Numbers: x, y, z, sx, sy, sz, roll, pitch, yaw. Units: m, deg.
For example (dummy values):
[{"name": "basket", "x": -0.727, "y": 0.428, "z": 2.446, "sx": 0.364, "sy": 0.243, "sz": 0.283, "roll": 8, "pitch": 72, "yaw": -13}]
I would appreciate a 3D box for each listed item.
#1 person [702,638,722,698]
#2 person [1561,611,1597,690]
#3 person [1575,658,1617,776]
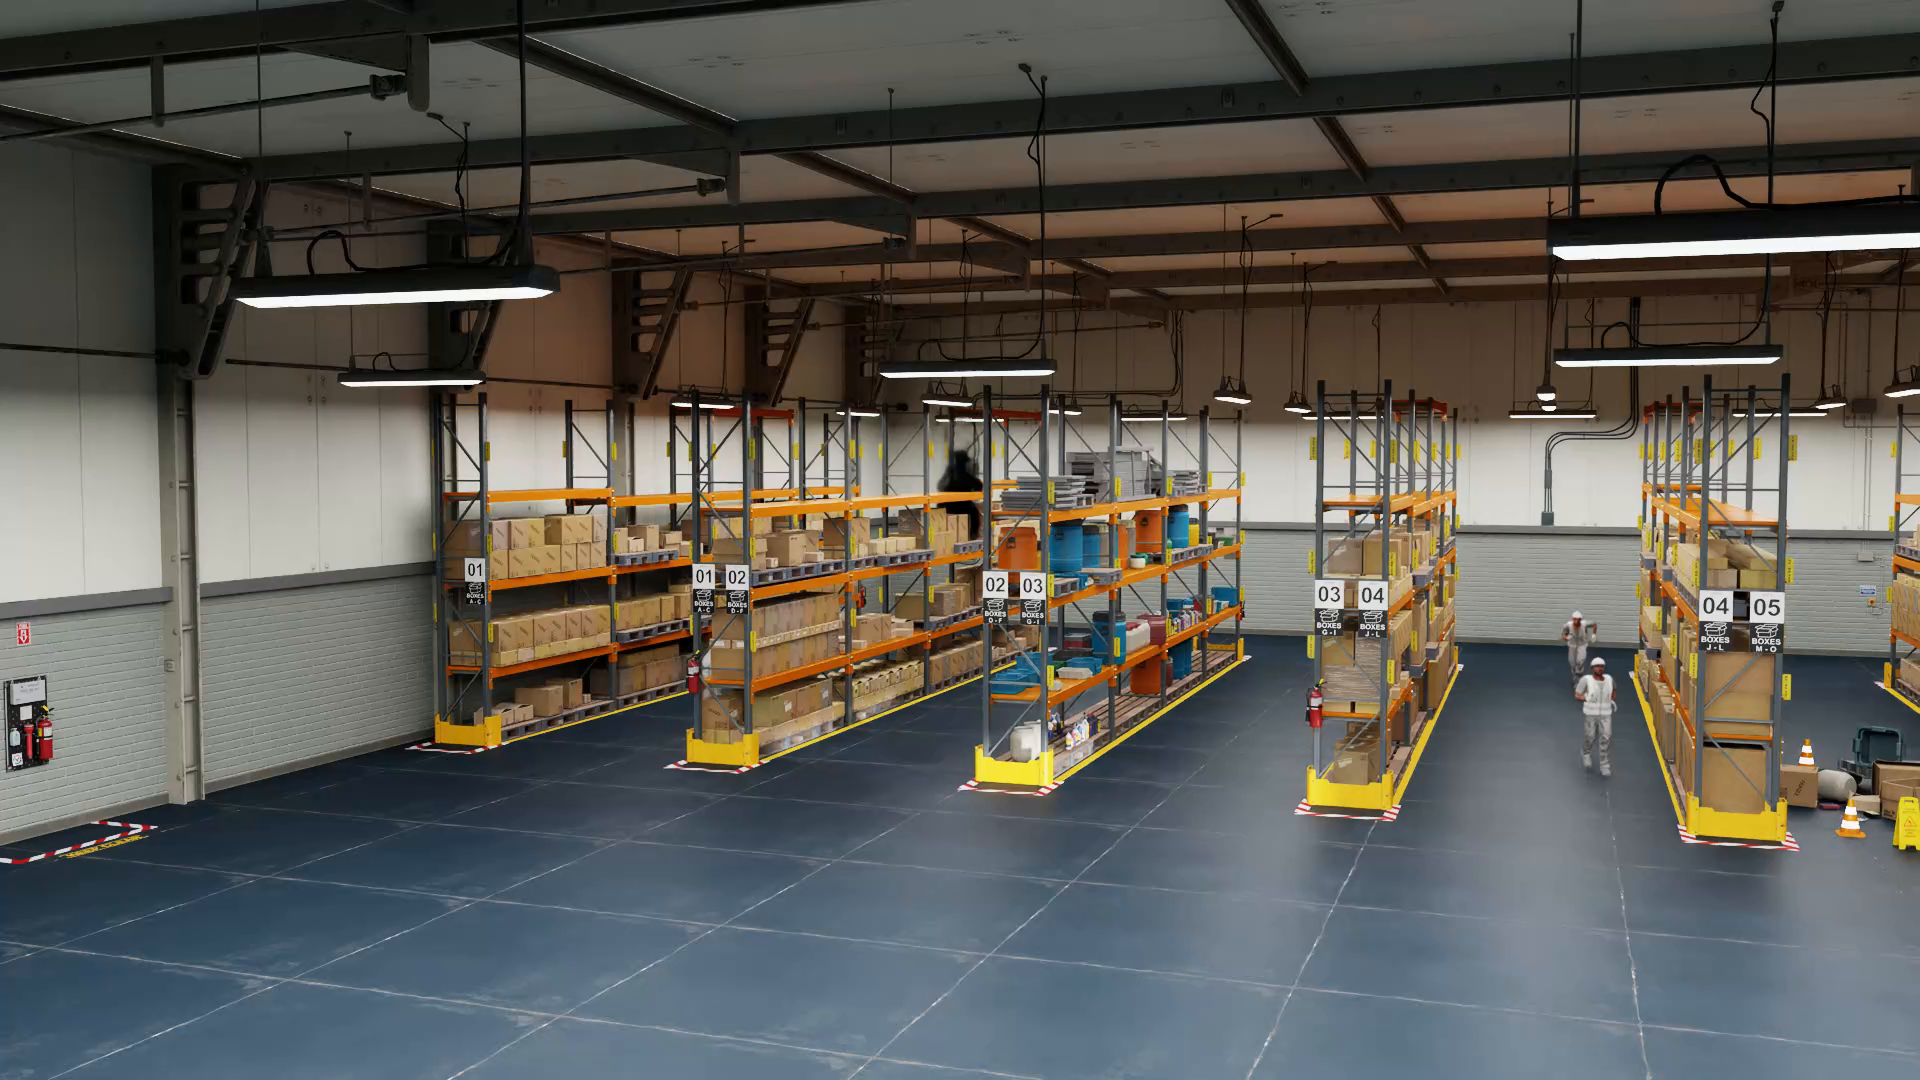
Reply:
[{"name": "person", "x": -4.517, "y": 2.584, "z": 30.205, "sx": 0.603, "sy": 1.617, "sz": 0.551, "roll": 1, "pitch": 3, "yaw": 11}, {"name": "person", "x": 13.050, "y": 2.320, "z": 35.087, "sx": 0.704, "sy": 1.694, "sz": 0.999, "roll": 1, "pitch": 3, "yaw": 23}, {"name": "person", "x": 9.862, "y": 2.701, "z": 25.712, "sx": 0.690, "sy": 1.762, "sz": 0.972, "roll": 0, "pitch": 3, "yaw": 6}]
